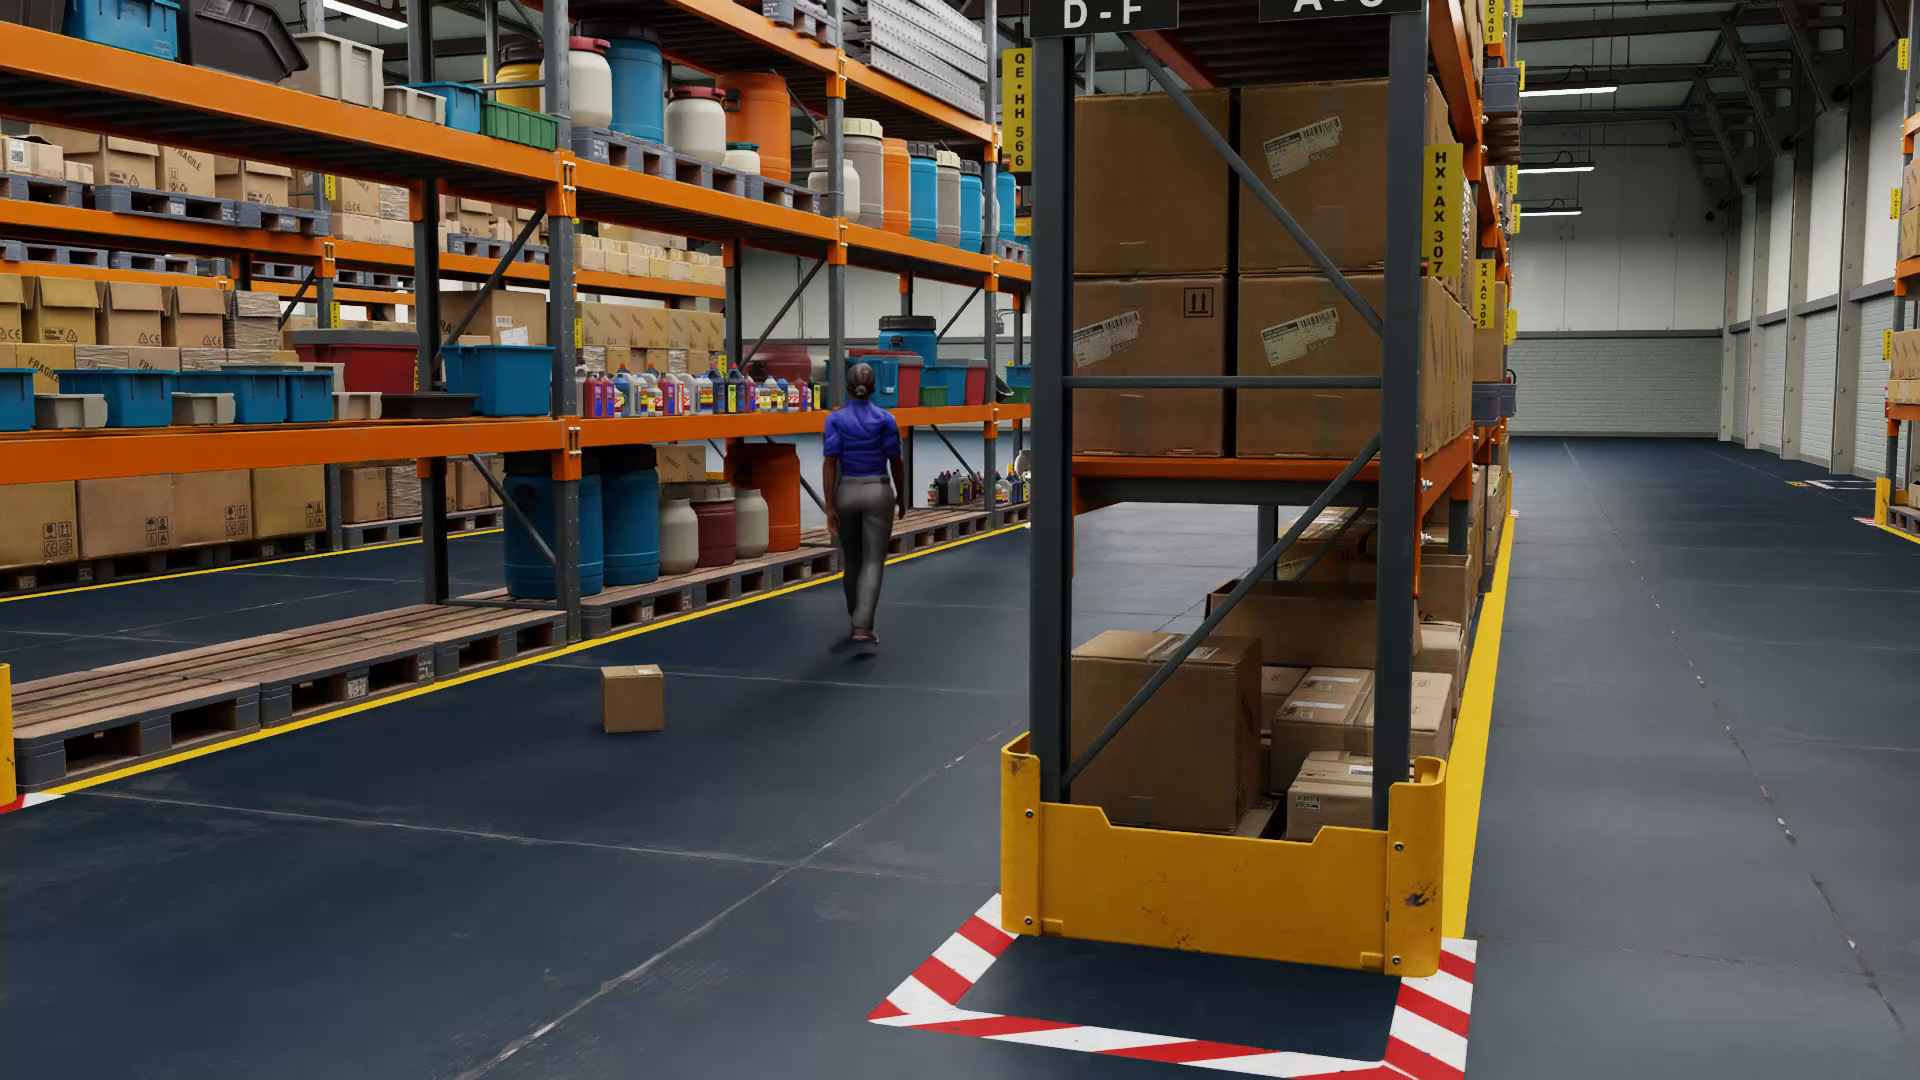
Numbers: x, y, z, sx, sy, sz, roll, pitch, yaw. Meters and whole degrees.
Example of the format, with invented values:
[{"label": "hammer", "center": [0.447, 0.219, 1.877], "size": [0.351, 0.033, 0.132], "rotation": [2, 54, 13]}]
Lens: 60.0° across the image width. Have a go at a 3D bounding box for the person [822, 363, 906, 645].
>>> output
[{"label": "person", "center": [-0.539, -0.216, 9.551], "size": [0.442, 1.594, 0.990], "rotation": [1, 5, 9]}]
